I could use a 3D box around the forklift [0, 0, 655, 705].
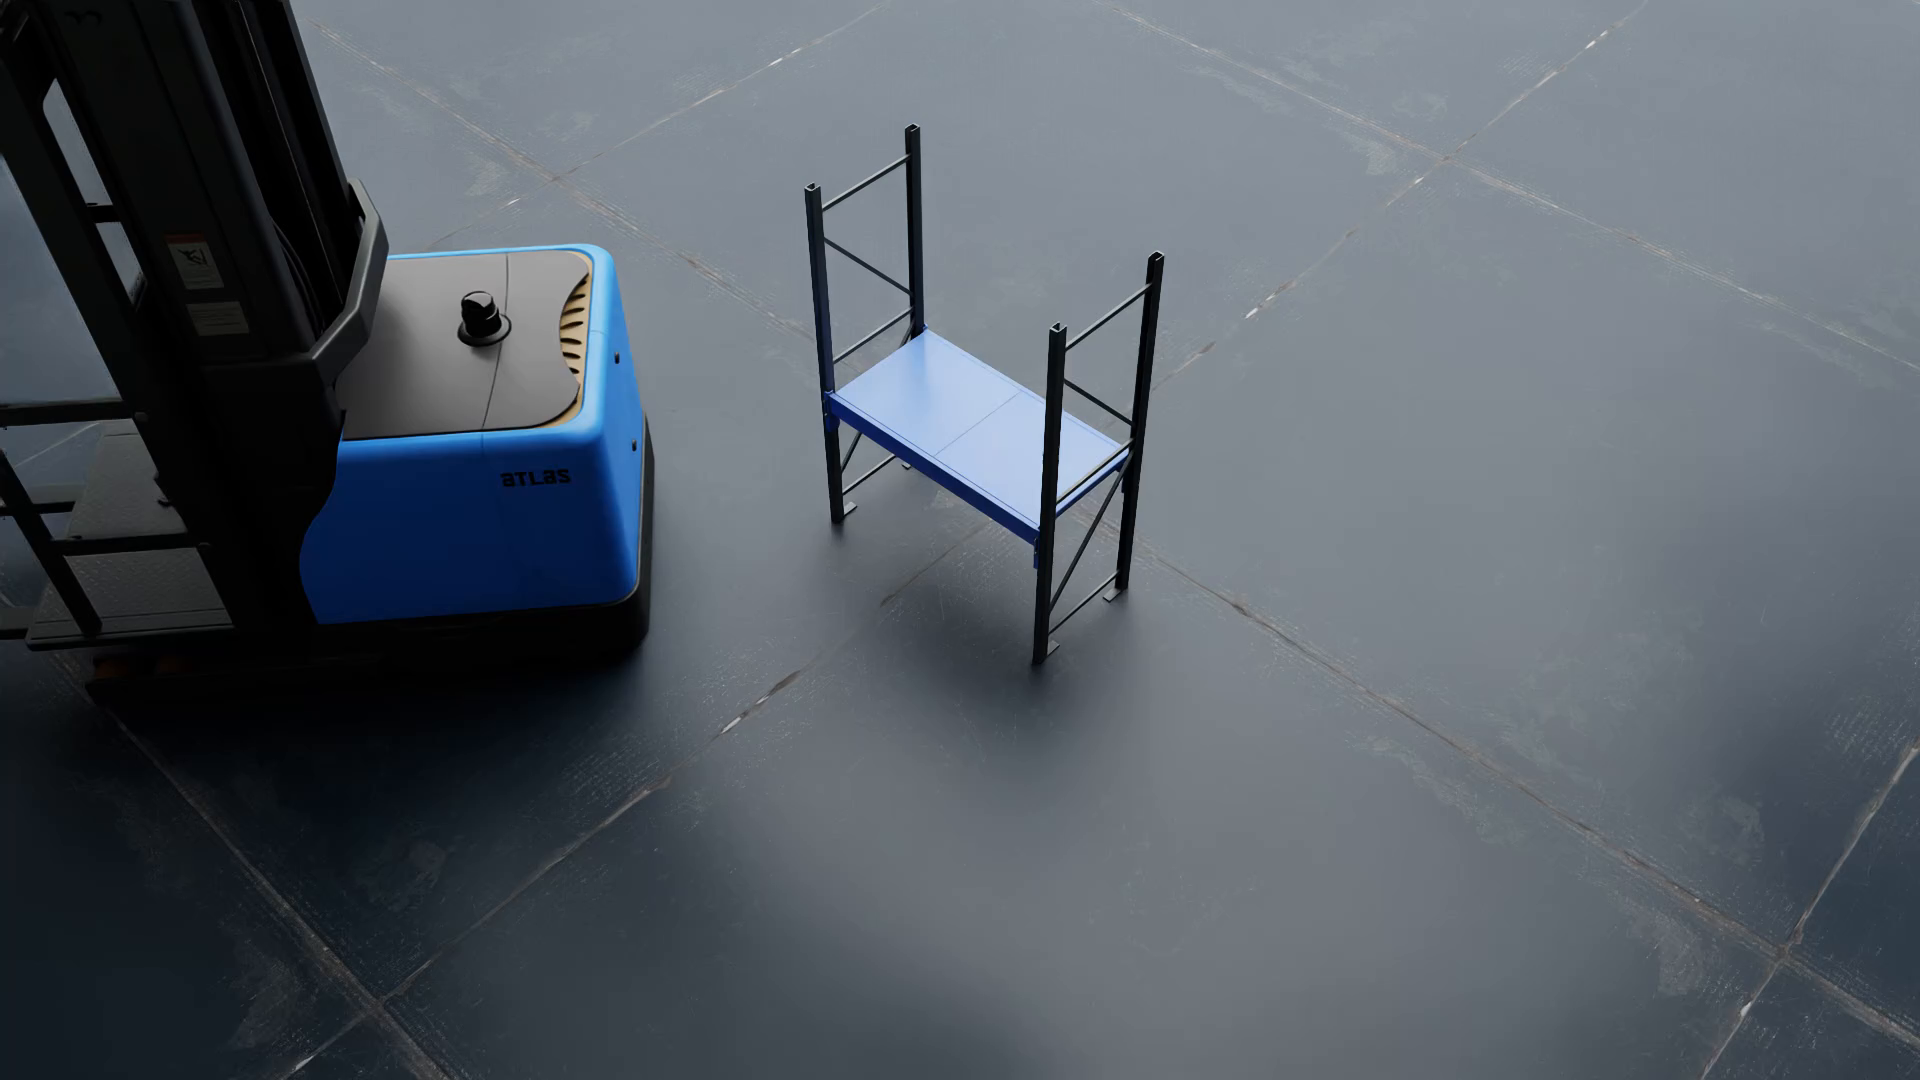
[{"bbox_3d":[-2.647,-0.844,5.032,3.031,2.935,1.130,-4,47,-4],"label":"forklift"}]

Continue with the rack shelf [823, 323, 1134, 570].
[{"bbox_3d":[0.063,-0.348,5.795,1.000,0.185,0.538,34,55,28],"label":"rack shelf"}]

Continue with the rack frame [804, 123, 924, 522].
[{"bbox_3d":[-0.311,-0.723,5.900,0.032,1.500,0.500,34,55,28],"label":"rack frame"}]

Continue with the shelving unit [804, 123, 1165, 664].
[{"bbox_3d":[0.063,-0.471,5.664,1.048,1.500,0.538,34,55,28],"label":"shelving unit"}]

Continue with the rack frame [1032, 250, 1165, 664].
[{"bbox_3d":[0.436,-0.220,5.428,0.032,1.500,0.500,34,55,28],"label":"rack frame"}]
